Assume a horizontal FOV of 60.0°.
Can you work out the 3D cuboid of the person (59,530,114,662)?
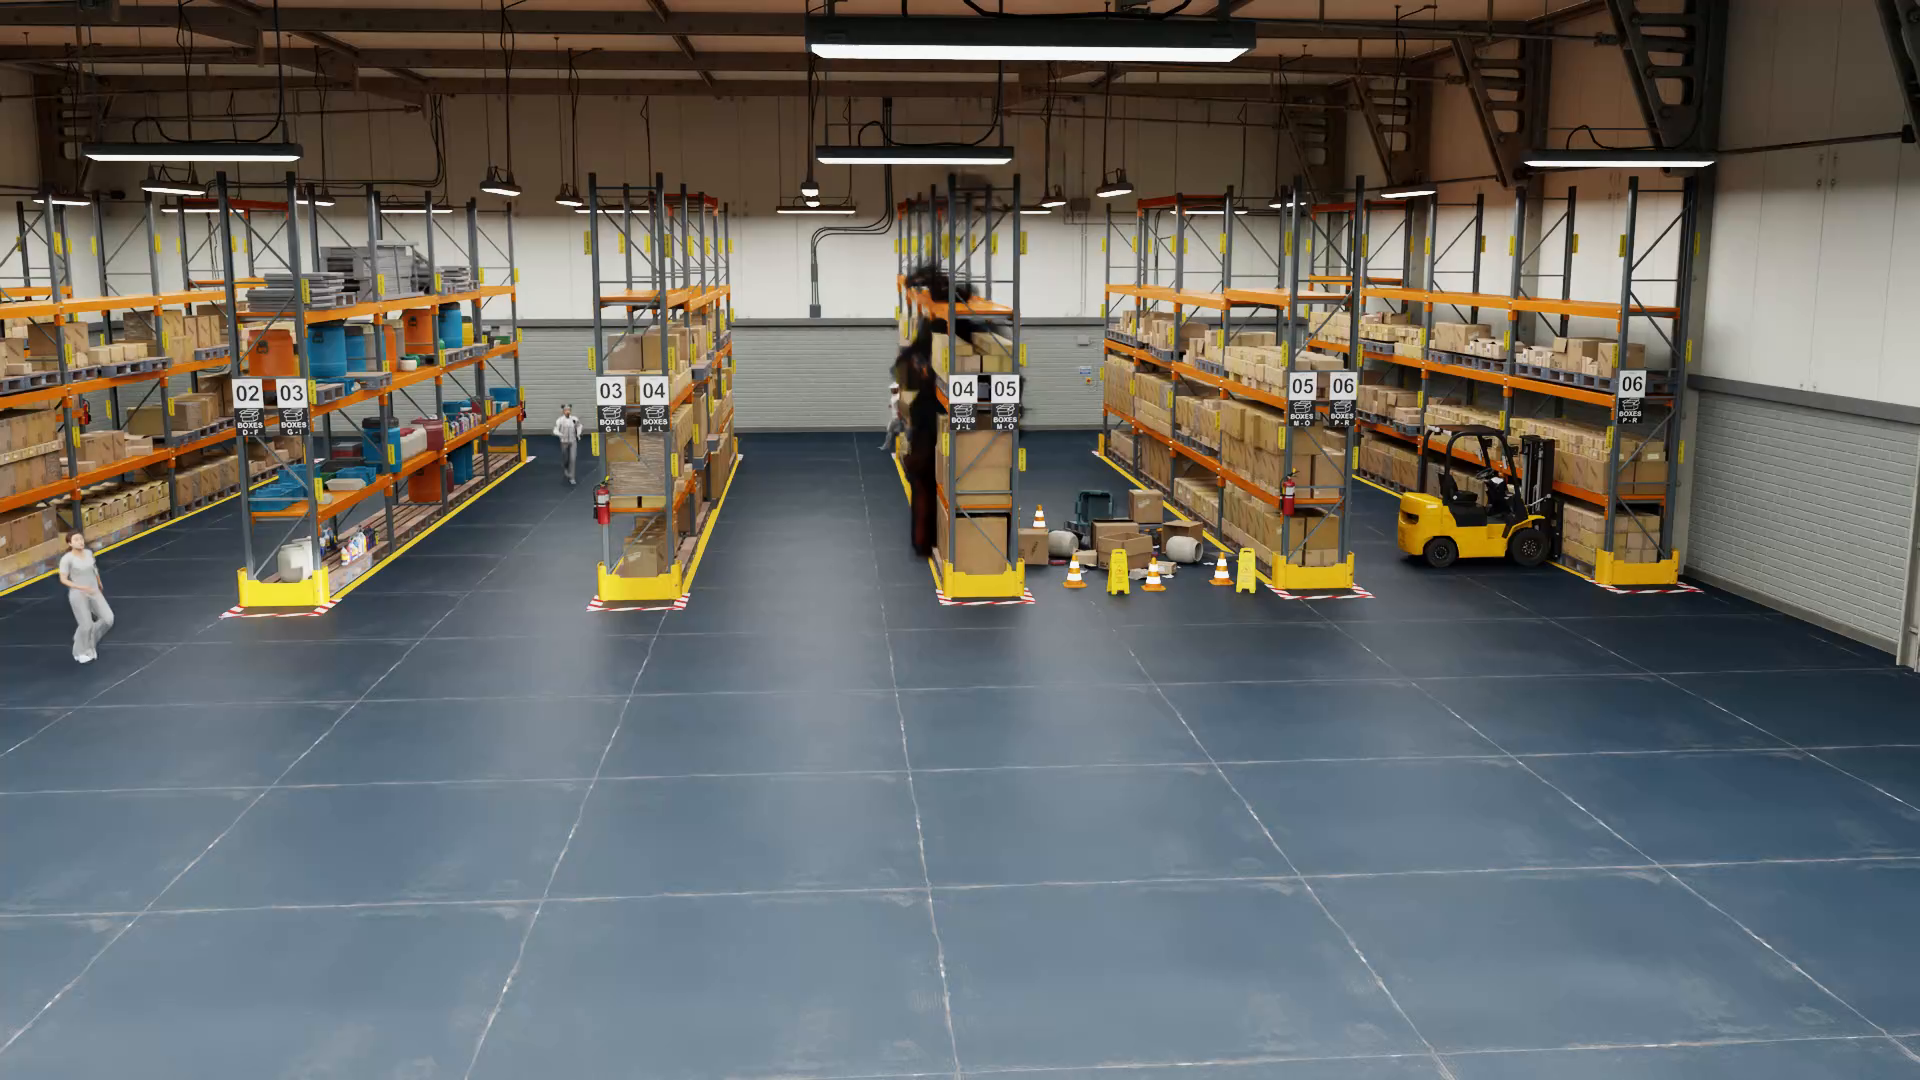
[{"bbox_3d":[-10.578,0.682,20.132,0.574,1.626,0.578,5,11,25],"label":"person"}]

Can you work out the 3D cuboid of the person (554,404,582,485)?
[{"bbox_3d":[-8.375,-2.076,35.597,0.616,1.705,0.916,-3,10,-16],"label":"person"}]

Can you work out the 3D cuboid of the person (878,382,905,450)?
[{"bbox_3d":[-1.533,-3.055,41.043,1.006,1.710,0.764,-1,10,-3],"label":"person"}]
